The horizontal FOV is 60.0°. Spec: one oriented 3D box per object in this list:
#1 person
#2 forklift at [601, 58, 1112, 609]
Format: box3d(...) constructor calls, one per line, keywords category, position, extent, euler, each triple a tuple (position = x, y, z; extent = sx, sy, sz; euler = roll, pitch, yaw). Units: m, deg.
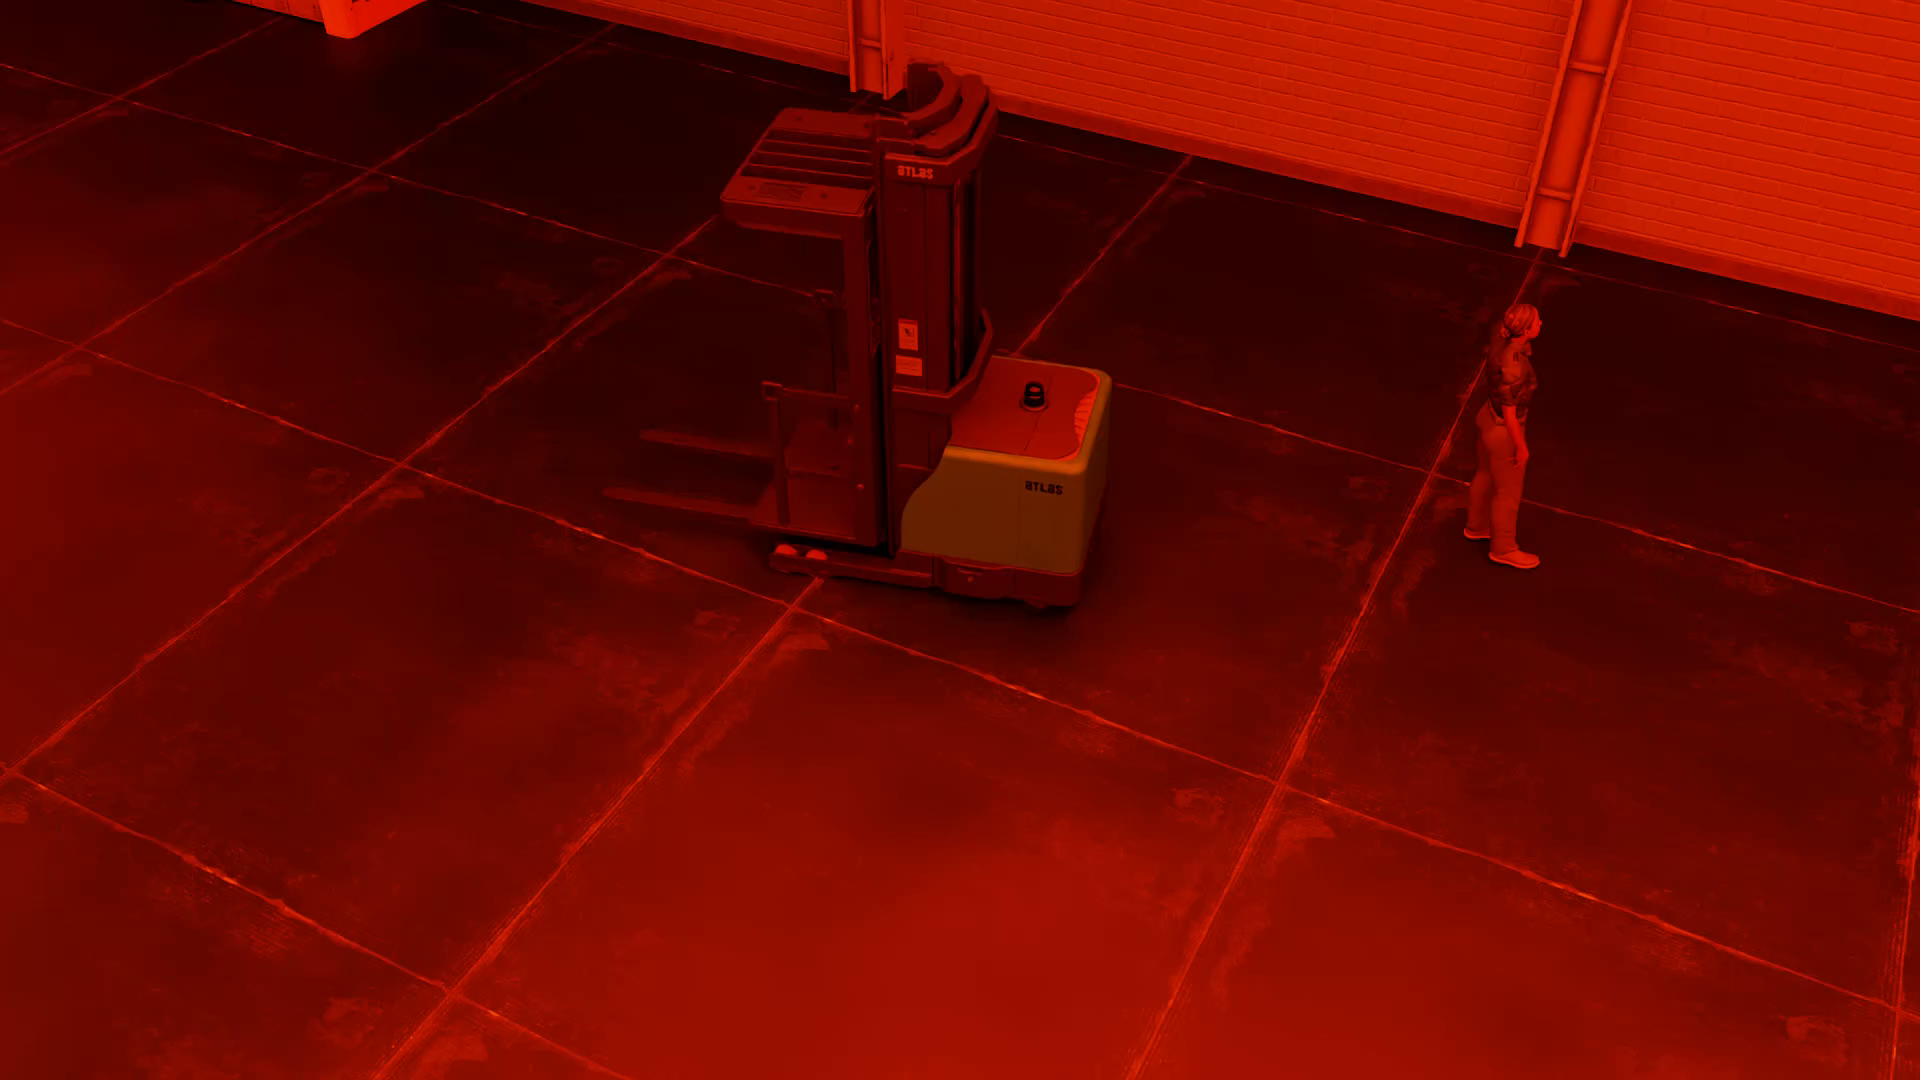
box3d(category="person", position=(3.259, -0.636, 9.723), extent=(0.504, 1.654, 0.569), euler=(1, 40, 1))
box3d(category="forklift", position=(-0.666, -1.218, 9.433), extent=(3.031, 2.935, 1.130), euler=(9, 41, 10))
